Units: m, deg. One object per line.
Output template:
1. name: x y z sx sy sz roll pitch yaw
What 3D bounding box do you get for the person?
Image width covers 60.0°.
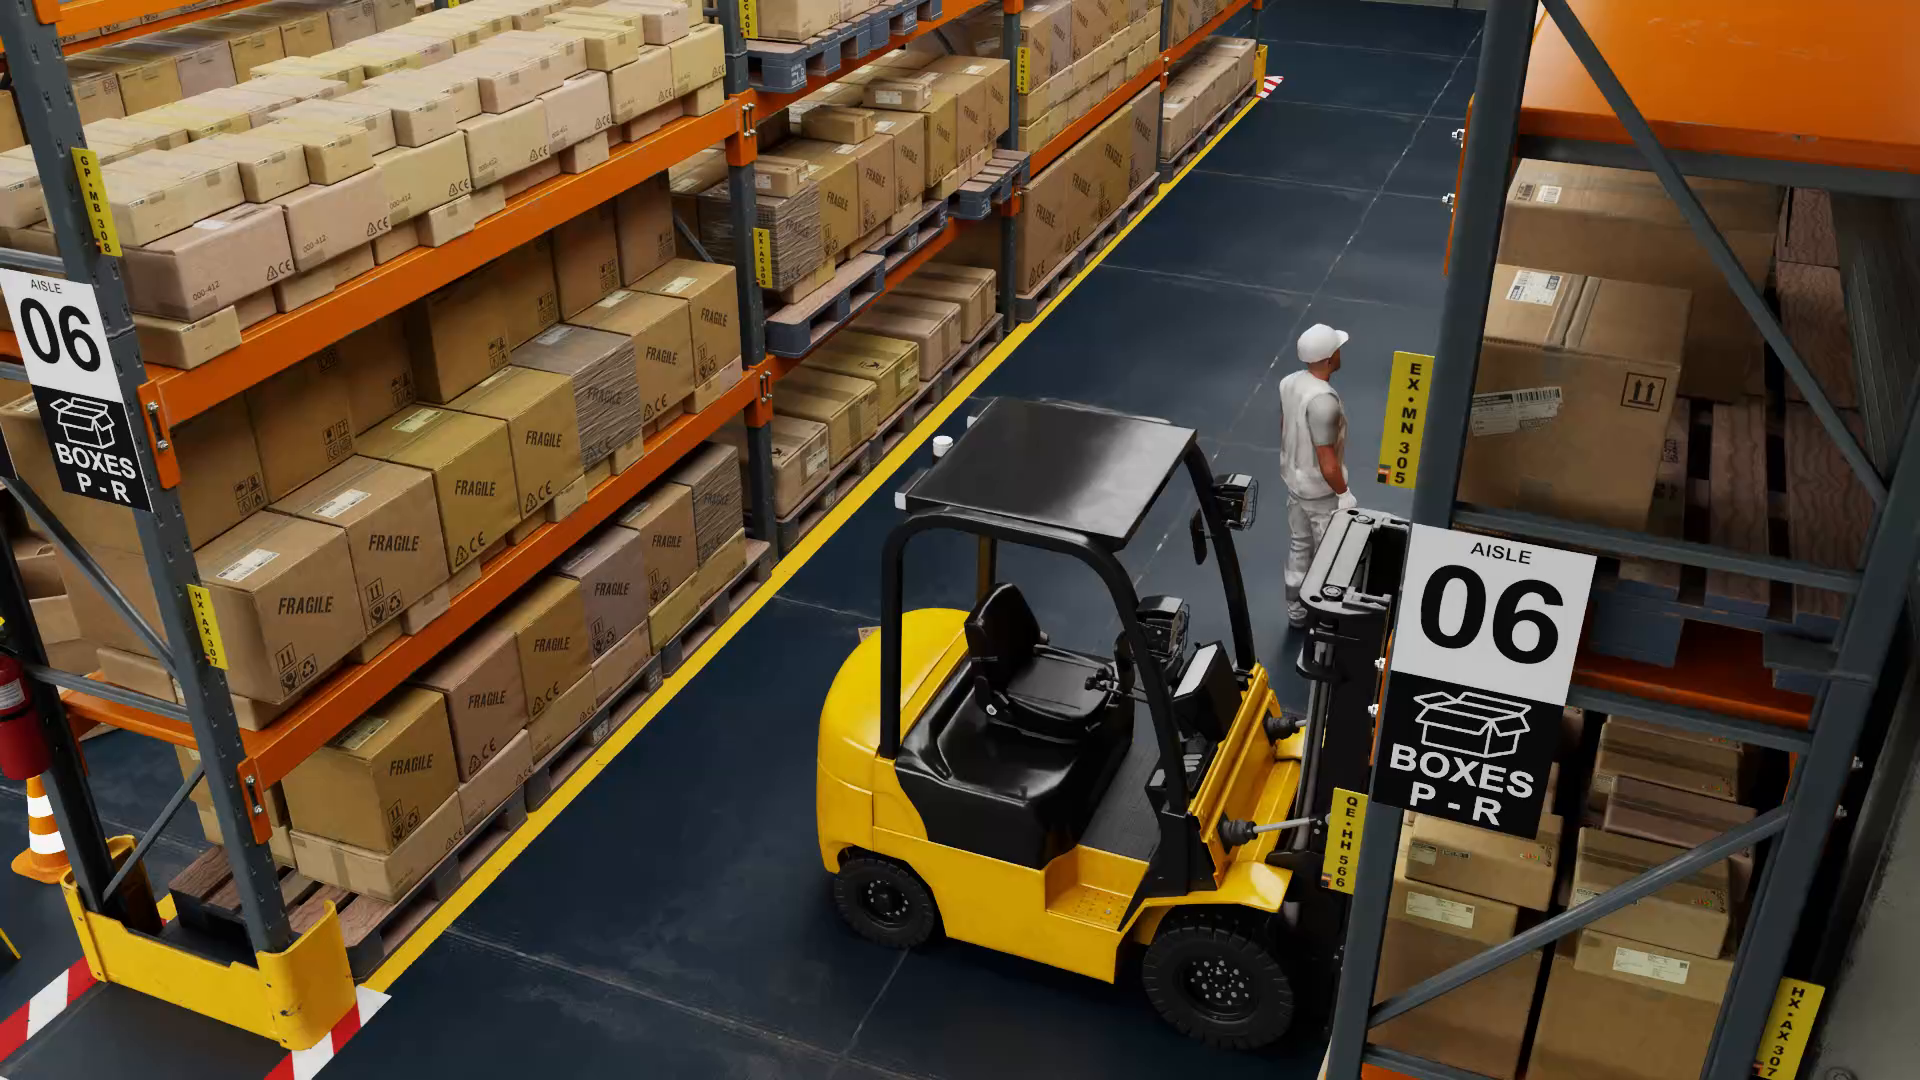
1. person: 1.982 -0.308 8.904 0.564 1.789 0.637 -7 30 -12
